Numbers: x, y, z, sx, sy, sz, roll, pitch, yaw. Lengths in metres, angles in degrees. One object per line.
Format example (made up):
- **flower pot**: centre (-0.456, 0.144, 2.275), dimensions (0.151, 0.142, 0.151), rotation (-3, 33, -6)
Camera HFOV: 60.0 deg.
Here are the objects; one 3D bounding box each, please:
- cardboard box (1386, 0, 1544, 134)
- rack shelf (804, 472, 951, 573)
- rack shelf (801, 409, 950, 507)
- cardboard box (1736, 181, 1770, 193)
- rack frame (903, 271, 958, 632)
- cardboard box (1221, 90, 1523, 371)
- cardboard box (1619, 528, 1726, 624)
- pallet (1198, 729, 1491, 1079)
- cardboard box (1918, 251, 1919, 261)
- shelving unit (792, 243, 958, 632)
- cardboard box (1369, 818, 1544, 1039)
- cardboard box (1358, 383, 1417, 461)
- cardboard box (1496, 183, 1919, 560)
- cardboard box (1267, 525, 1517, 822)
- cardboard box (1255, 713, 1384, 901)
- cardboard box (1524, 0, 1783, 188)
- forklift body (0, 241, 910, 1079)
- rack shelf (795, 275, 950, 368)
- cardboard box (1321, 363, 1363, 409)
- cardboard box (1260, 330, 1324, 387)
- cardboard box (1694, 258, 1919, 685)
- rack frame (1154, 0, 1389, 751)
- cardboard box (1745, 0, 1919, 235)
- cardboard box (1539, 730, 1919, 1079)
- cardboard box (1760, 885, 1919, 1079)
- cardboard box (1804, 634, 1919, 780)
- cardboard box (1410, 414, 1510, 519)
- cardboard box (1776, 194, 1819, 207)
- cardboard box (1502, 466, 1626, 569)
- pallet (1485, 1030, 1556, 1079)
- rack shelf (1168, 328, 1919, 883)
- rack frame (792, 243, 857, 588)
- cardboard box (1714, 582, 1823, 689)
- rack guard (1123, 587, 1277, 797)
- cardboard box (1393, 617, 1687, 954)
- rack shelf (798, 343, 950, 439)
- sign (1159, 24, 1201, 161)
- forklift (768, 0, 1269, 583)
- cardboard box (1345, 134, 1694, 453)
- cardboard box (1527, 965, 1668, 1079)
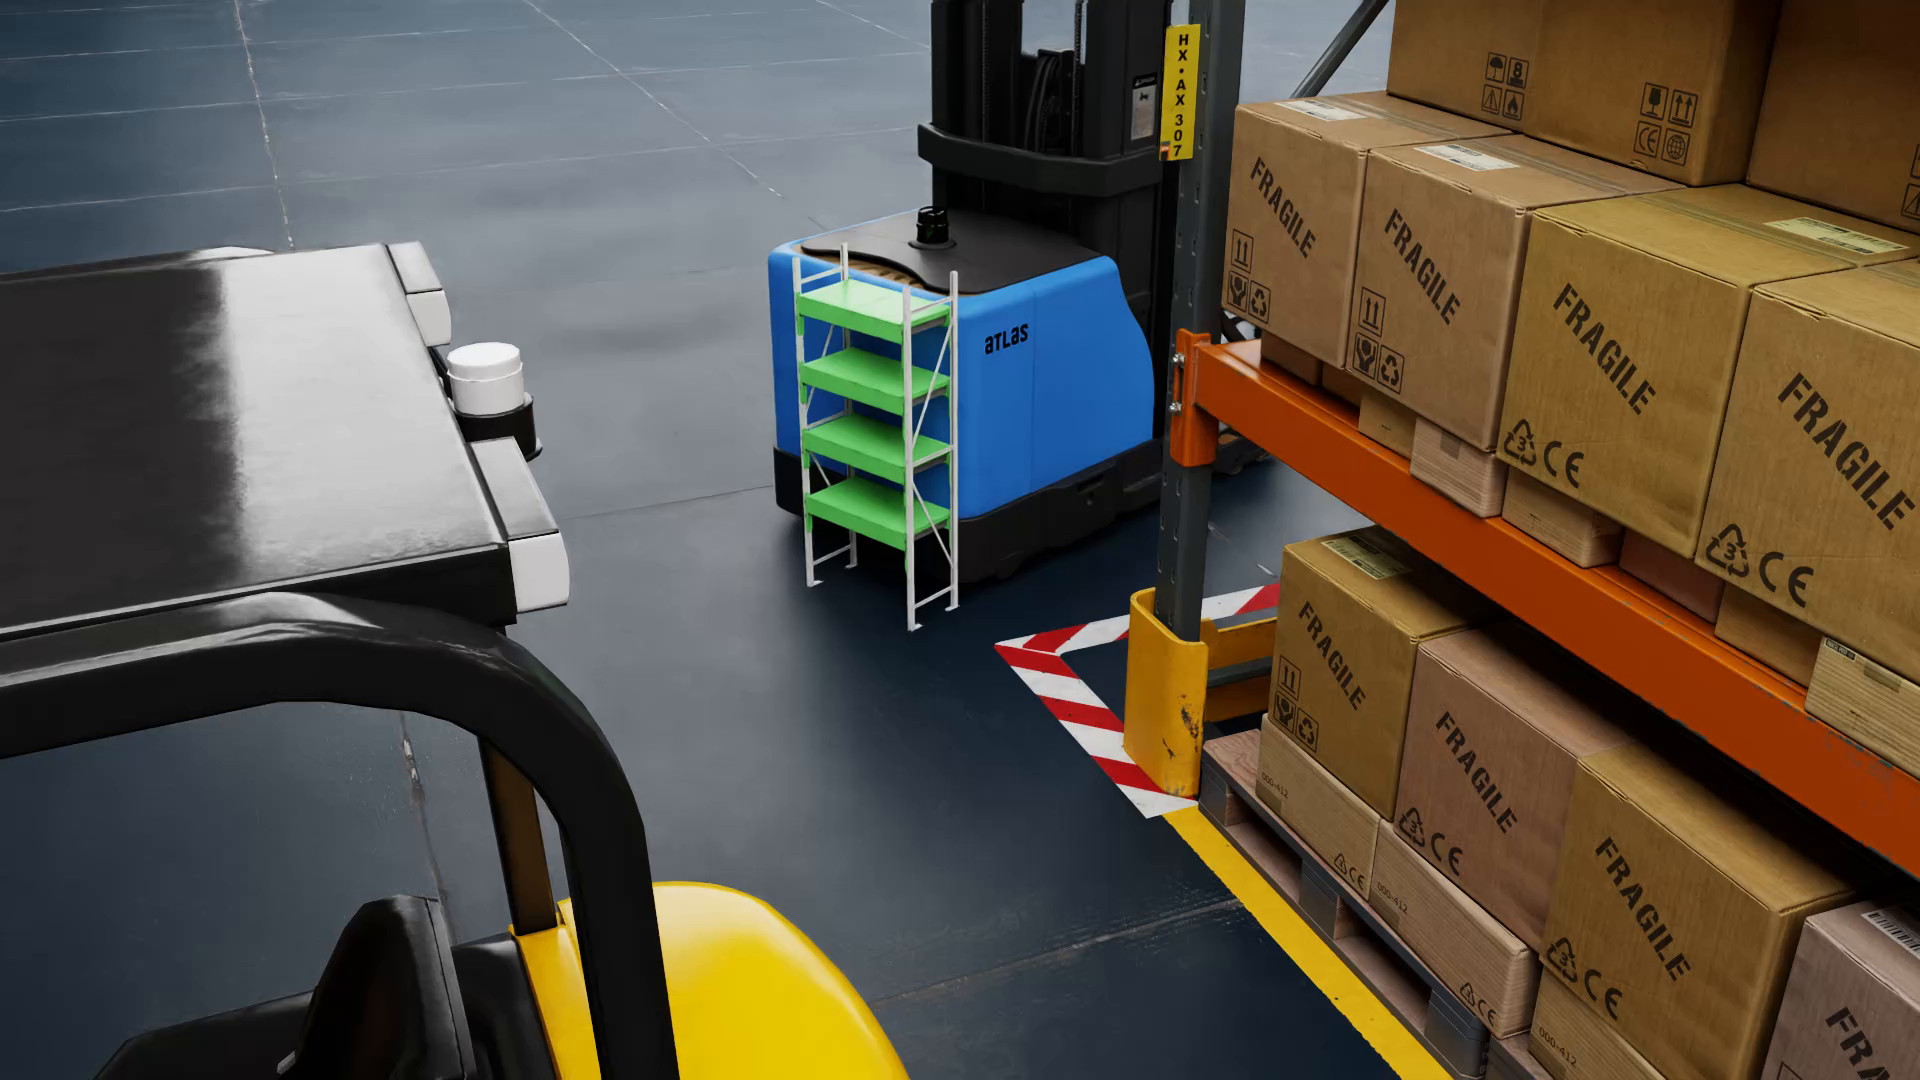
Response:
- **cardboard box**: centre (1.444, -1.264, 3.827), dimensions (0.700, 0.500, 0.500), rotation (-11, 28, -22)
- **rack shelf**: centre (-0.275, -0.067, 5.713), dimensions (0.480, 0.148, 0.258), rotation (21, 33, 36)
- **rack shelf**: centre (-0.275, -0.283, 5.608), dimensions (0.480, 0.148, 0.258), rotation (21, 33, 36)
- **cardboard box**: centre (1.701, -0.608, 3.624), dimensions (0.500, 0.500, 0.500), rotation (-11, 28, -20)
- **rack frame**: centre (-0.092, -0.270, 5.435), dimensions (0.015, 1.200, 0.240), rotation (21, 33, 36)
- **cardboard box**: centre (0.974, -0.744, 3.902), dimensions (0.500, 0.500, 0.500), rotation (-11, 28, -21)
- **cardboard box**: centre (1.475, 0.007, 3.103), dimensions (0.380, 0.149, 0.250), rotation (-10, 28, -19)
- **pallet**: centre (1.359, 0.813, 4.344), dimensions (1.003, 0.211, 1.213), rotation (-11, 28, -21)
- **cardboard box**: centre (1.998, -0.645, 2.559), dimensions (0.700, 0.500, 0.500), rotation (-11, 28, -21)
- **shelving unit**: centre (-0.275, -0.341, 5.580), dimensions (0.503, 1.200, 0.258), rotation (21, 33, 36)
- **cardboard box**: centre (1.298, 0.823, 3.801), dimensions (0.500, 0.250, 0.500), rotation (-10, 28, -19)
- **cardboard box**: centre (1.127, -0.298, 3.729), dimensions (0.380, 0.149, 0.250), rotation (-12, 28, -22)
- **cardboard box**: centre (1.380, -0.330, 3.054), dimensions (0.500, 0.500, 0.500), rotation (-11, 28, -22)
- **cardboard box**: centre (1.115, 0.288, 4.042), dimensions (0.500, 0.500, 0.500), rotation (-12, 28, -22)
- **cardboard box**: centre (1.105, 0.616, 4.226), dimensions (0.500, 0.250, 0.500), rotation (-11, 28, -21)
- **cardboard box**: centre (1.636, -1.058, 3.406), dimensions (0.700, 0.500, 0.500), rotation (-10, 28, -20)
- **forklift body**: centre (-1.101, 0.883, 1.989), dimensions (2.313, 2.155, 1.214), rotation (-11, 28, -21)
- **rack shelf**: centre (-0.275, -0.714, 5.397), dimensions (0.480, 0.148, 0.258), rotation (21, 33, 36)
- **cardboard box**: centre (1.098, -0.419, 3.977), dimensions (0.380, 0.149, 0.250), rotation (-10, 28, -20)
- **cardboard box**: centre (0.986, -0.519, 4.180), dimensions (0.380, 0.149, 0.250), rotation (-10, 28, -20)
- **cardboard box**: centre (1.587, -0.126, 2.637), dimensions (0.500, 0.500, 0.500), rotation (-11, 28, -22)
- **rack frame**: centre (1.044, -0.805, 4.479), dimensions (1.000, 3.000, 0.127), rotation (-11, 28, -21)
- **cardboard box**: centre (1.930, -0.870, 3.020), dimensions (0.700, 0.500, 0.500), rotation (-11, 28, -21)
- **cardboard box**: centre (1.513, 0.702, 3.193), dimensions (0.500, 0.500, 0.500), rotation (-10, 28, -20)
- **cardboard box**: centre (1.730, 0.917, 2.754), dimensions (0.500, 0.500, 0.500), rotation (-9, 27, -18)
- **cardboard box**: centre (1.596, 0.230, 2.646), dimensions (0.380, 0.149, 0.250), rotation (-10, 28, -20)
- **cardboard box**: centre (1.184, -0.188, 3.503), dimensions (0.380, 0.149, 0.250), rotation (-10, 28, -20)
- **cardboard box**: centre (1.894, -0.406, 3.209), dimensions (0.500, 0.500, 0.500), rotation (-11, 28, -21)
- **cardboard box**: centre (1.317, -0.089, 3.301), dimensions (0.380, 0.149, 0.250), rotation (-10, 28, -19)
- **pallet**: centre (1.833, 1.305, 3.337), dimensions (1.003, 0.211, 1.213), rotation (-11, 28, -21)
- **rack shelf**: centre (1.827, 0.326, 2.983), dimensions (1.077, 0.370, 4.000), rotation (-11, 28, -21)
- **rack frame**: centre (-0.459, -0.411, 5.724), dimensions (0.015, 1.200, 0.240), rotation (21, 33, 36)
- **cardboard box**: centre (1.551, 0.119, 2.875), dimensions (0.380, 0.149, 0.250), rotation (-11, 28, -22)
- **rack guard**: centre (1.073, 0.349, 4.965), dimensions (1.175, 0.500, 0.348), rotation (-11, 28, -21)
- **cardboard box**: centre (1.324, 0.498, 3.611), dimensions (0.500, 0.500, 0.500), rotation (-12, 28, -23)
- **rack shelf**: centre (-0.275, -0.499, 5.503), dimensions (0.480, 0.148, 0.258), rotation (21, 33, 36)
- **sign**: centre (0.544, -1.100, 4.098), dimensions (0.100, 0.325, 0.005), rotation (-11, 28, -21)
- **forklift**: centre (0.677, -1.721, 6.435), dimensions (1.130, 2.935, 3.031), rotation (23, 34, 39)
- **cardboard box**: centre (1.180, -0.536, 3.475), dimensions (0.500, 0.500, 0.500), rotation (-10, 28, -19)
- **cardboard box**: centre (1.523, 1.041, 3.354), dimensions (0.500, 0.250, 0.500), rotation (-9, 27, -17)
